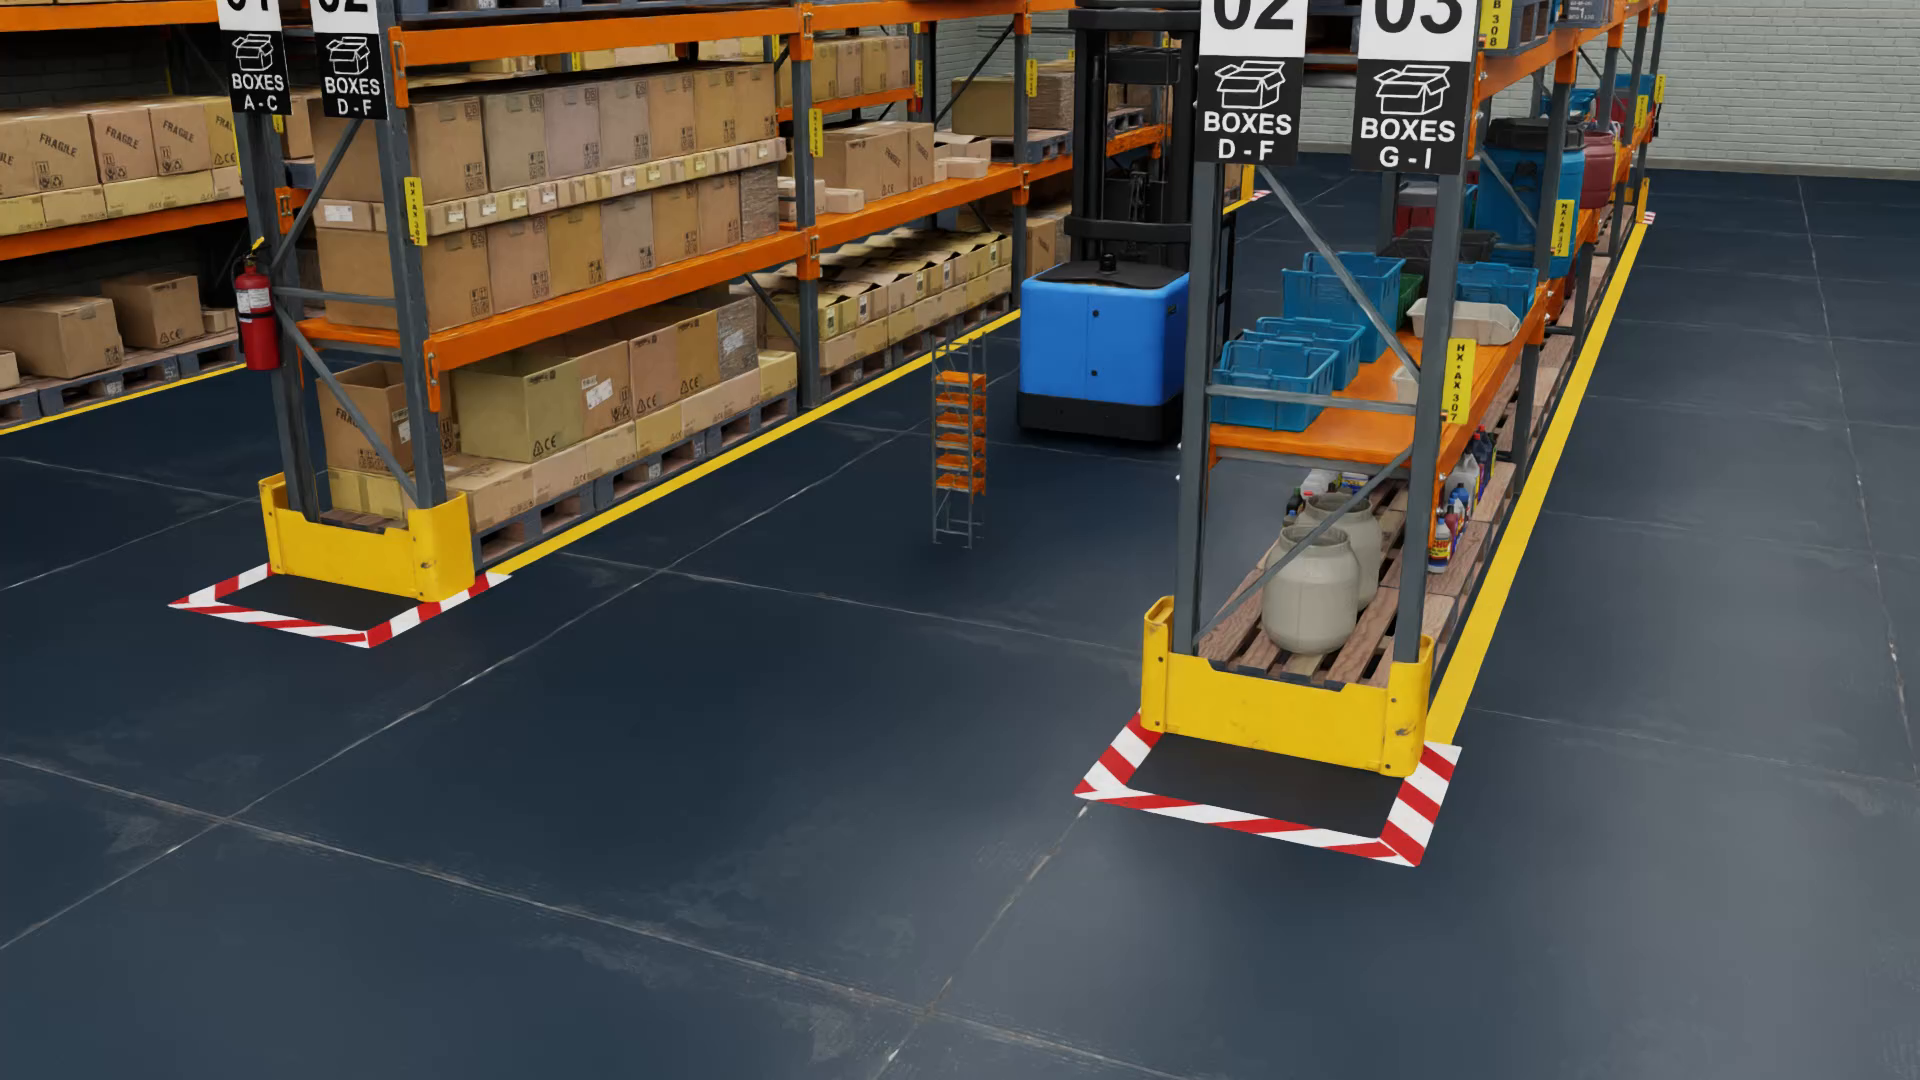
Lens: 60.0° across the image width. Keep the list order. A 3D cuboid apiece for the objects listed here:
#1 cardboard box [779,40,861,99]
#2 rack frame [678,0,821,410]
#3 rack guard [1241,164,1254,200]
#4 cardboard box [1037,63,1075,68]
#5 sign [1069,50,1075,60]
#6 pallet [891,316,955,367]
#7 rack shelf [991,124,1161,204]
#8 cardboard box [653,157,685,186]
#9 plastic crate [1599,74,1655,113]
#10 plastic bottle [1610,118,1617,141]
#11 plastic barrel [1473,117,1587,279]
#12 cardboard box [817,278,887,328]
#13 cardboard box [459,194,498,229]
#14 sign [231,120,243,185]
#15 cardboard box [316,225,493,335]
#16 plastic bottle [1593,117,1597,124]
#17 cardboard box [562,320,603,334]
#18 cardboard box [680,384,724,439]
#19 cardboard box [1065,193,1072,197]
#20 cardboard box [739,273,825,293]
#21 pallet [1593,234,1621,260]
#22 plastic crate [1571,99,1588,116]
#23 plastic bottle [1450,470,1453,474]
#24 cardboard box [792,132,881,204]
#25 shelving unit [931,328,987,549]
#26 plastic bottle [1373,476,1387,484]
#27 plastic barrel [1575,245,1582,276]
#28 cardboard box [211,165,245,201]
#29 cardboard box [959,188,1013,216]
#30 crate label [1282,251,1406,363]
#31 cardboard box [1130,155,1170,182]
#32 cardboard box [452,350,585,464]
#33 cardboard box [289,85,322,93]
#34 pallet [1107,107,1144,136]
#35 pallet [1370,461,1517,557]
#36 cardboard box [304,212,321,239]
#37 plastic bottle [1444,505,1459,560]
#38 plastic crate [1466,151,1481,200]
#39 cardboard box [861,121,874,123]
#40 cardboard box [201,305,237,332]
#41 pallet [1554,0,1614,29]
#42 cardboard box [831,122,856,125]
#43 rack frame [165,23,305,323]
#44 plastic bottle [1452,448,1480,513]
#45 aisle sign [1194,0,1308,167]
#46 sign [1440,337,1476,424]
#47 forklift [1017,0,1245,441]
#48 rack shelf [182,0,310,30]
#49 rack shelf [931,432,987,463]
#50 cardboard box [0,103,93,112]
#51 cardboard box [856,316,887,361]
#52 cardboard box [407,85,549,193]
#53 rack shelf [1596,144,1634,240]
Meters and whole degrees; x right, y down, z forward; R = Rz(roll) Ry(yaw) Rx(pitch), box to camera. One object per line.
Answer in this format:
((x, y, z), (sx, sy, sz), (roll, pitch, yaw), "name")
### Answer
((-1.919, -6.323, 22.325), (0.980, 0.700, 0.700), (7, 21, 20), "cardboard box")
((-1.504, -2.448, 11.876), (1.000, 3.000, 0.127), (9, 21, 23), "rack frame")
((3.379, -4.915, 22.544), (1.175, 0.500, 0.348), (9, 21, 23), "rack guard")
((1.150, -4.806, 17.729), (0.700, 0.500, 0.500), (12, 23, 31), "cardboard box")
((1.274, -5.374, 18.810), (0.100, 0.325, 0.005), (9, 21, 23), "sign")
((-0.740, -1.739, 14.044), (1.003, 0.211, 1.213), (9, 21, 23), "pallet")
((0.953, -3.943, 17.154), (1.077, 0.370, 4.000), (9, 21, 23), "rack shelf")
((-1.941, -2.300, 10.343), (0.380, 0.149, 0.250), (9, 22, 24), "cardboard box")
((7.961, -5.353, 19.901), (0.616, 0.435, 0.499), (9, 21, 23), "plastic crate")
((6.212, -3.864, 15.930), (0.144, 0.351, 0.185), (9, 21, 23), "plastic bottle")
((3.448, -2.080, 10.093), (0.600, 0.901, 0.708), (9, 21, 23), "plastic barrel")
((-0.898, -1.859, 12.860), (0.500, 0.311, 0.500), (8, 21, 22), "cardboard box")
((-2.679, -1.750, 8.794), (0.380, 0.149, 0.250), (8, 21, 21), "cardboard box")
((-3.631, -1.961, 8.425), (0.100, 0.325, 0.005), (9, 21, 23), "sign")
((-2.939, -1.413, 8.817), (0.700, 0.500, 0.500), (9, 21, 23), "cardboard box")
((6.080, -3.883, 15.986), (0.144, 0.351, 0.185), (9, 21, 23), "plastic bottle")
((-2.592, -1.146, 10.573), (0.500, 0.500, 0.500), (9, 21, 23), "cardboard box")
((-1.899, -0.872, 10.922), (0.500, 0.250, 0.500), (9, 21, 23), "cardboard box")
((1.416, -3.430, 17.710), (0.500, 0.500, 0.500), (9, 21, 23), "cardboard box")
((-1.392, -1.938, 13.081), (0.500, 0.311, 0.500), (9, 22, 24), "cardboard box")
((6.555, -3.129, 17.952), (1.003, 0.211, 1.213), (9, 21, 23), "pallet")
((6.864, -4.860, 18.819), (0.416, 0.233, 0.300), (9, 21, 23), "plastic crate")
((2.698, -0.307, 9.253), (0.061, 0.283, 0.133), (9, 21, 23), "plastic bottle")
((-0.959, -2.889, 12.966), (0.500, 0.500, 0.500), (10, 22, 27), "cardboard box")
((-0.006, -0.561, 9.255), (0.258, 1.200, 0.189), (9, 21, 23), "shelving unit")
((2.436, -0.517, 9.742), (0.144, 0.351, 0.185), (9, 21, 23), "plastic bottle")
((5.761, -3.042, 16.050), (0.600, 0.901, 0.708), (9, 21, 23), "plastic barrel")
((-5.942, -2.879, 13.282), (0.500, 0.250, 0.500), (9, 21, 23), "cardboard box")
((0.322, -3.390, 16.478), (0.500, 0.250, 0.500), (9, 22, 25), "cardboard box")
((1.883, -1.161, 8.204), (0.502, 0.435, 0.616), (9, 21, 23), "crate label")
((2.537, -4.500, 20.714), (0.797, 0.503, 0.637), (9, 21, 23), "cardboard box")
((-2.516, -0.767, 9.508), (0.500, 0.500, 0.500), (9, 21, 23), "cardboard box")
((-5.550, -3.702, 14.595), (0.700, 0.500, 0.500), (11, 22, 28), "cardboard box")
((1.345, -4.574, 18.140), (1.003, 0.211, 1.213), (9, 21, 23), "pallet")
((2.701, -0.254, 9.868), (1.003, 0.211, 1.213), (9, 21, 23), "pallet")
((-5.561, -2.872, 15.022), (0.500, 0.250, 0.500), (8, 21, 22), "cardboard box")
((2.512, -0.050, 8.530), (0.061, 0.283, 0.133), (9, 21, 24), "plastic bottle")
((3.711, -2.568, 12.118), (0.402, 0.464, 0.583), (9, 21, 23), "plastic crate")
((-1.192, -5.829, 23.518), (0.380, 0.149, 0.250), (8, 21, 22), "cardboard box")
((-6.216, -1.831, 13.714), (0.380, 0.166, 0.250), (6, 20, 16), "cardboard box")
((2.807, -2.858, 8.833), (1.213, 0.211, 1.003), (9, 21, 23), "pallet")
((-1.644, -5.804, 23.447), (0.380, 0.149, 0.250), (9, 21, 23), "cardboard box")
((-6.025, -3.127, 13.784), (1.000, 3.000, 0.127), (9, 21, 23), "rack frame")
((2.802, -0.333, 9.224), (0.144, 0.351, 0.185), (8, 21, 22), "plastic bottle")
((1.075, -1.788, 6.140), (0.394, 0.787, 0.004), (9, 21, 23), "aisle sign")
((1.876, -0.598, 6.261), (0.100, 0.325, 0.005), (9, 21, 23), "sign")
((1.443, -2.497, 12.116), (1.130, 2.935, 3.031), (8, 21, 22), "forklift")
((-5.206, -4.812, 15.121), (1.077, 0.370, 4.000), (9, 21, 23), "rack shelf")
((-0.006, -0.519, 9.270), (0.258, 0.103, 0.180), (9, 21, 23), "rack shelf")
((-6.832, -2.994, 12.487), (0.500, 0.500, 0.500), (9, 22, 24), "cardboard box")
((-0.902, -1.596, 12.956), (0.500, 0.250, 0.500), (9, 22, 24), "cardboard box")
((-2.707, -2.202, 9.099), (0.700, 0.500, 0.500), (8, 21, 21), "cardboard box")
((5.471, -3.262, 15.240), (1.077, 0.370, 4.000), (9, 21, 23), "rack shelf")
